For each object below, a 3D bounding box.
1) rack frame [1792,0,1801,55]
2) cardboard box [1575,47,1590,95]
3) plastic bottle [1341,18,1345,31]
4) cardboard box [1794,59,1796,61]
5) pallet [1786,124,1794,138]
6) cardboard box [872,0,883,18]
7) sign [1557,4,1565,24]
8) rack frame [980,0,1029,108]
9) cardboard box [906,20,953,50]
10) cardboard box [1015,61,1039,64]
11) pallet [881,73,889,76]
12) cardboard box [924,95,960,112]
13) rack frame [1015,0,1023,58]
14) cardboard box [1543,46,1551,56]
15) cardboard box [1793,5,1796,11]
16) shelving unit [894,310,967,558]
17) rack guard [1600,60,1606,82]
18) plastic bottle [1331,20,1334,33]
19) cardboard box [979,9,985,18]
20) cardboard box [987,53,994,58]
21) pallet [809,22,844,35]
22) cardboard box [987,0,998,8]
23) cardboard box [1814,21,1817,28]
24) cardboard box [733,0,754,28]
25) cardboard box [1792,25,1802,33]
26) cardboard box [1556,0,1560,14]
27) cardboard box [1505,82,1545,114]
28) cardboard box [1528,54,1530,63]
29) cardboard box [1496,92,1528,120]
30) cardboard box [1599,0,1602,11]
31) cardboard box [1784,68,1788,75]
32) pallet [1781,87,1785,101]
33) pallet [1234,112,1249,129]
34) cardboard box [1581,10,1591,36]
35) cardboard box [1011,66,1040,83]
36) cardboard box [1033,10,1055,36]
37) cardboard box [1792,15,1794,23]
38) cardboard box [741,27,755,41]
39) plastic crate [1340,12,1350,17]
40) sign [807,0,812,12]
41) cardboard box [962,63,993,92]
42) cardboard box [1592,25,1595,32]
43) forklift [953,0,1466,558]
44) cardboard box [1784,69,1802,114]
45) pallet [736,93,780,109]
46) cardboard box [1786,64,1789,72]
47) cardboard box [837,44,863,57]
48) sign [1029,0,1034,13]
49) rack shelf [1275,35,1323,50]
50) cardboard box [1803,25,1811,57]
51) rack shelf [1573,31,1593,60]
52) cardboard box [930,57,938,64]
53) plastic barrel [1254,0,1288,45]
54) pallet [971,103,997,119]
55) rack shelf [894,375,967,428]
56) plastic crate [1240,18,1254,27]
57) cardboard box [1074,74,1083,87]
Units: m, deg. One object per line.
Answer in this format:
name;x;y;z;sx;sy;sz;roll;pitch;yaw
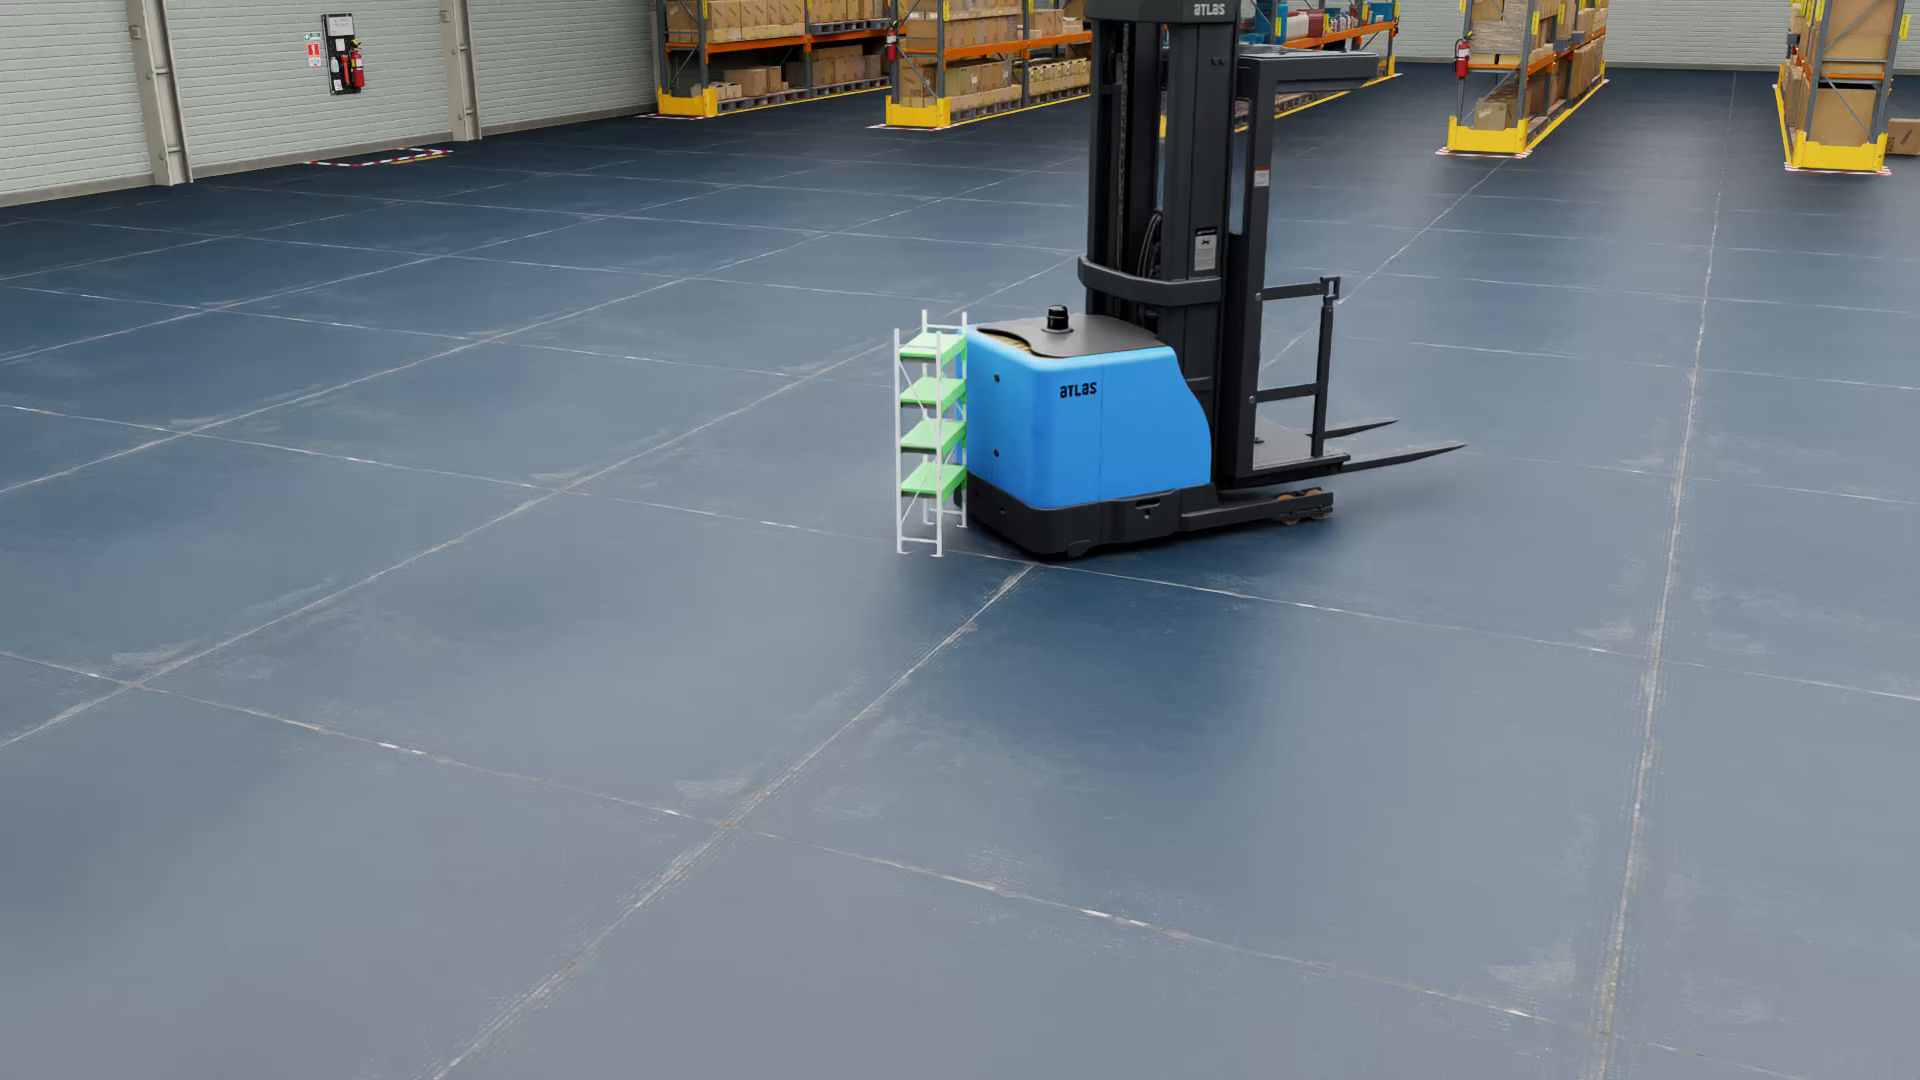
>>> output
rack frame;17.684;-10.516;34.062;1.000;3.000;0.127;9;21;23
cardboard box;12.236;-9.681;34.258;1.225;0.875;0.875;9;21;23
plastic bottle;8.404;-11.377;36.667;0.152;0.276;0.135;9;21;23
cardboard box;16.506;-9.221;32.404;0.500;0.250;0.500;9;22;24
pallet;14.655;-7.003;28.344;1.003;0.211;1.213;9;21;23
cardboard box;-2.178;-12.153;37.859;0.700;0.500;0.500;6;20;16
sign;10.422;-9.118;28.838;0.100;0.325;0.005;9;21;23
rack frame;0.888;-10.142;33.011;1.000;3.000;0.127;9;21;23
cardboard box;-0.547;-9.107;29.952;0.700;0.500;0.500;9;21;23
cardboard box;1.415;-9.937;35.074;0.500;0.311;0.500;8;21;22
pallet;-1.603;-10.960;39.473;1.003;0.211;1.213;9;21;23
cardboard box;-0.328;-7.955;30.338;0.500;0.250;0.500;9;21;23
rack frame;1.281;-14.489;45.234;1.000;3.000;0.127;9;21;23
cardboard box;9.835;-8.322;28.269;0.380;0.149;0.250;9;21;23
cardboard box;16.467;-10.340;32.427;0.380;0.149;0.250;9;22;24
shelving unit;-0.148;-0.564;8.764;0.258;1.200;0.503;5;20;15
rack guard;14.848;-11.280;39.940;1.175;0.500;0.348;9;21;23
plastic bottle;7.966;-11.026;35.687;0.097;0.271;0.097;0;20;0
cardboard box;0.237;-9.832;31.022;0.380;0.149;0.250;9;21;23
cardboard box;0.464;-12.811;43.618;0.700;0.500;0.500;9;22;24
pallet;-3.187;-10.944;35.552;1.003;0.211;1.213;9;21;23
cardboard box;0.301;-10.356;31.528;0.700;0.500;0.500;9;21;23
cardboard box;13.760;-8.211;25.746;0.875;0.550;0.550;9;21;23
cardboard box;-4.372;-10.302;32.534;0.500;0.500;0.500;8;21;21
cardboard box;15.828;-9.586;31.196;0.380;0.149;0.250;9;21;24
cardboard box;9.991;-9.265;28.458;0.500;0.500;0.500;9;21;23
cardboard box;10.195;-7.996;30.050;0.700;0.500;0.500;7;21;19
cardboard box;8.740;-7.569;26.150;0.380;0.149;0.250;9;21;23
cardboard box;9.314;-7.308;28.146;0.500;0.500;0.500;7;21;18
cardboard box;14.047;-12.071;37.094;0.500;0.500;0.500;8;21;21
cardboard box;18.486;-10.382;36.869;0.380;0.149;0.250;9;22;24
pallet;17.926;-9.412;35.120;1.003;0.211;1.213;9;21;23
pallet;4.594;-7.574;29.950;1.003;0.211;1.213;9;21;23
cardboard box;12.841;-10.783;34.663;0.500;0.500;0.500;8;21;22
cardboard box;1.284;-9.401;33.566;0.500;0.311;0.500;9;21;23
cardboard box;1.638;-10.736;34.531;0.500;0.500;0.500;9;21;23
cardboard box;16.149;-9.965;31.818;0.380;0.149;0.250;9;21;23
cardboard box;-4.368;-9.958;32.687;0.500;0.250;0.500;8;21;22
plastic crate;9.256;-12.555;39.954;0.416;0.233;0.300;9;21;23
sign;-3.135;-11.157;34.571;0.100;0.325;0.005;9;21;23
cardboard box;0.289;-8.767;31.501;0.500;0.500;0.500;9;21;23
cardboard box;13.625;-11.154;36.230;0.380;0.149;0.250;9;21;23
forklift;1.514;-1.612;9.128;3.031;2.935;1.130;-10;22;-25
cardboard box;15.359;-7.989;29.688;1.050;0.750;0.750;9;21;24
pallet;-4.374;-8.922;33.743;1.003;0.211;1.213;9;21;23
cardboard box;17.960;-10.120;35.688;0.380;0.149;0.250;7;21;20
cardboard box;-2.533;-11.034;37.472;0.500;0.250;0.500;9;21;24
sign;1.395;-10.512;32.640;0.100;0.325;0.005;9;21;23
rack shelf;6.224;-9.734;32.936;1.077;0.370;4.000;9;21;23
cardboard box;14.377;-8.314;27.720;0.500;0.500;0.500;8;21;22
rack shelf;12.381;-10.277;34.463;1.077;0.370;4.000;9;21;23
cardboard box;-0.866;-11.963;40.711;0.750;0.750;0.750;9;22;24
plastic barrel;5.840;-9.774;31.228;0.600;0.901;0.708;9;21;23
pallet;0.026;-8.217;31.758;1.003;0.211;1.213;9;21;23
rack shelf;-0.148;-0.730;8.705;0.258;0.148;0.480;5;20;15
plastic crate;5.324;-9.682;31.620;0.402;0.464;0.583;9;21;23
cardboard box;2.325;-9.915;35.849;0.500;0.250;0.500;8;21;22
